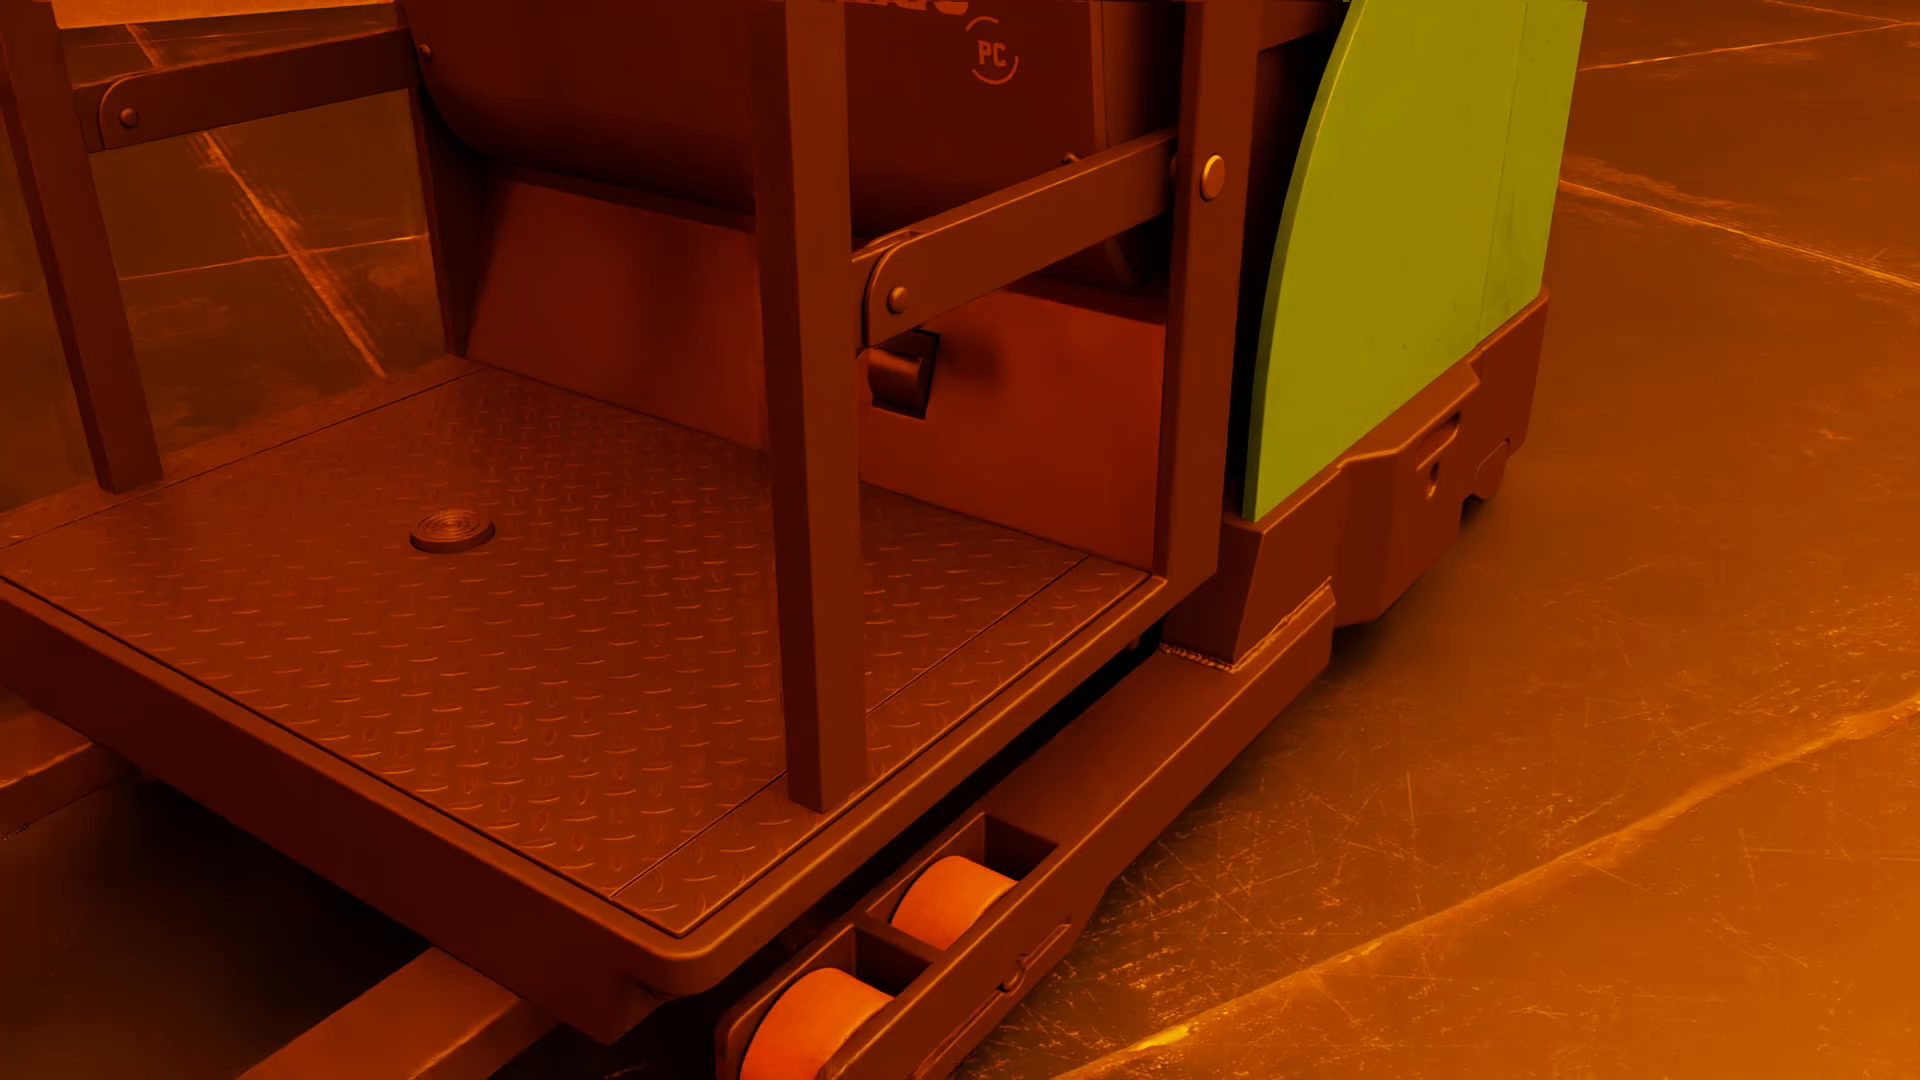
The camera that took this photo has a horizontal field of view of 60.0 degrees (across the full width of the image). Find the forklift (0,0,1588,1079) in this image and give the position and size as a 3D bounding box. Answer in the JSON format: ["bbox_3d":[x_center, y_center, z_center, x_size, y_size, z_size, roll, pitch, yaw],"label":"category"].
[{"bbox_3d":[-0.353,-1.015,1.261,1.130,2.935,3.031,18,32,31],"label":"forklift"}]
